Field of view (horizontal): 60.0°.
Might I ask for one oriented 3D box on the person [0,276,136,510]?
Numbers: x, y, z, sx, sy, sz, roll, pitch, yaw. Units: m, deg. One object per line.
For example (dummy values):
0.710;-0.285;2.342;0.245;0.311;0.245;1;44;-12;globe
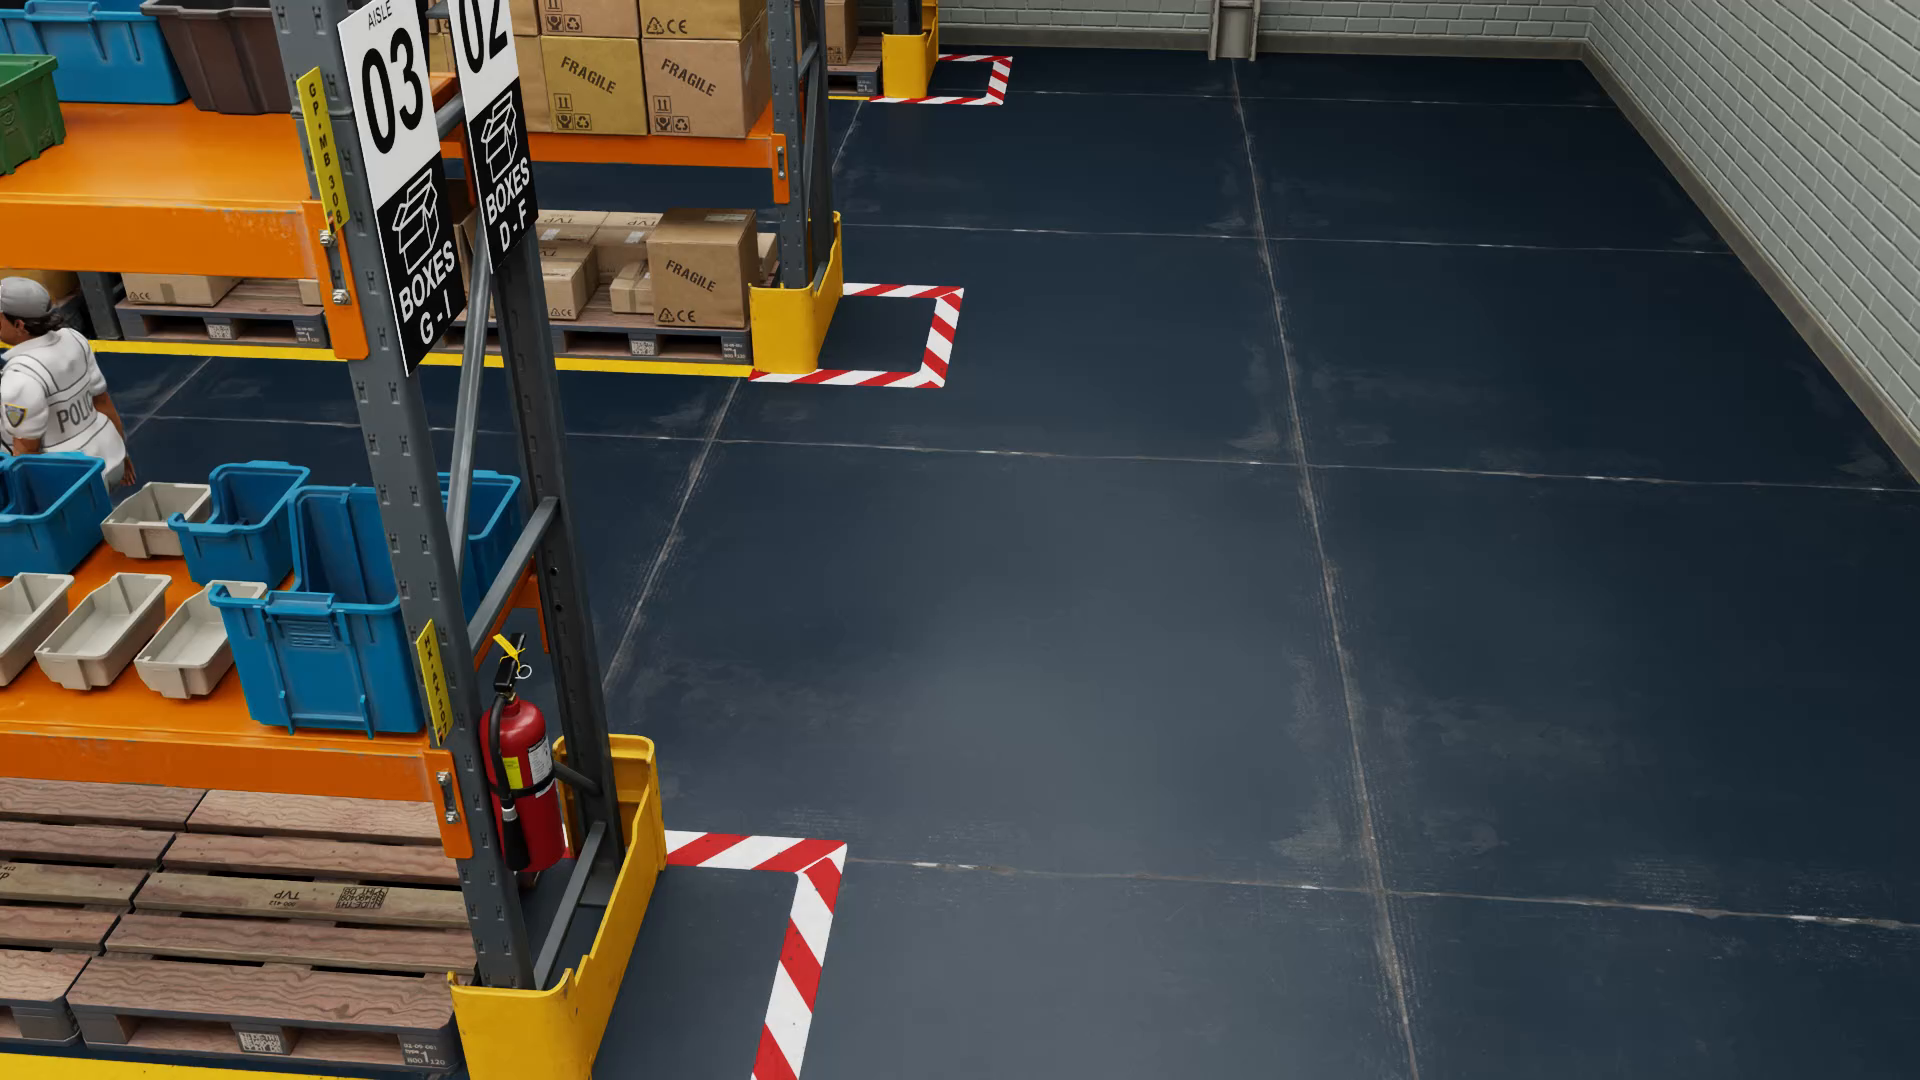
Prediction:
-3.509;-0.210;6.496;0.654;1.724;0.496;-1;32;-1;person
